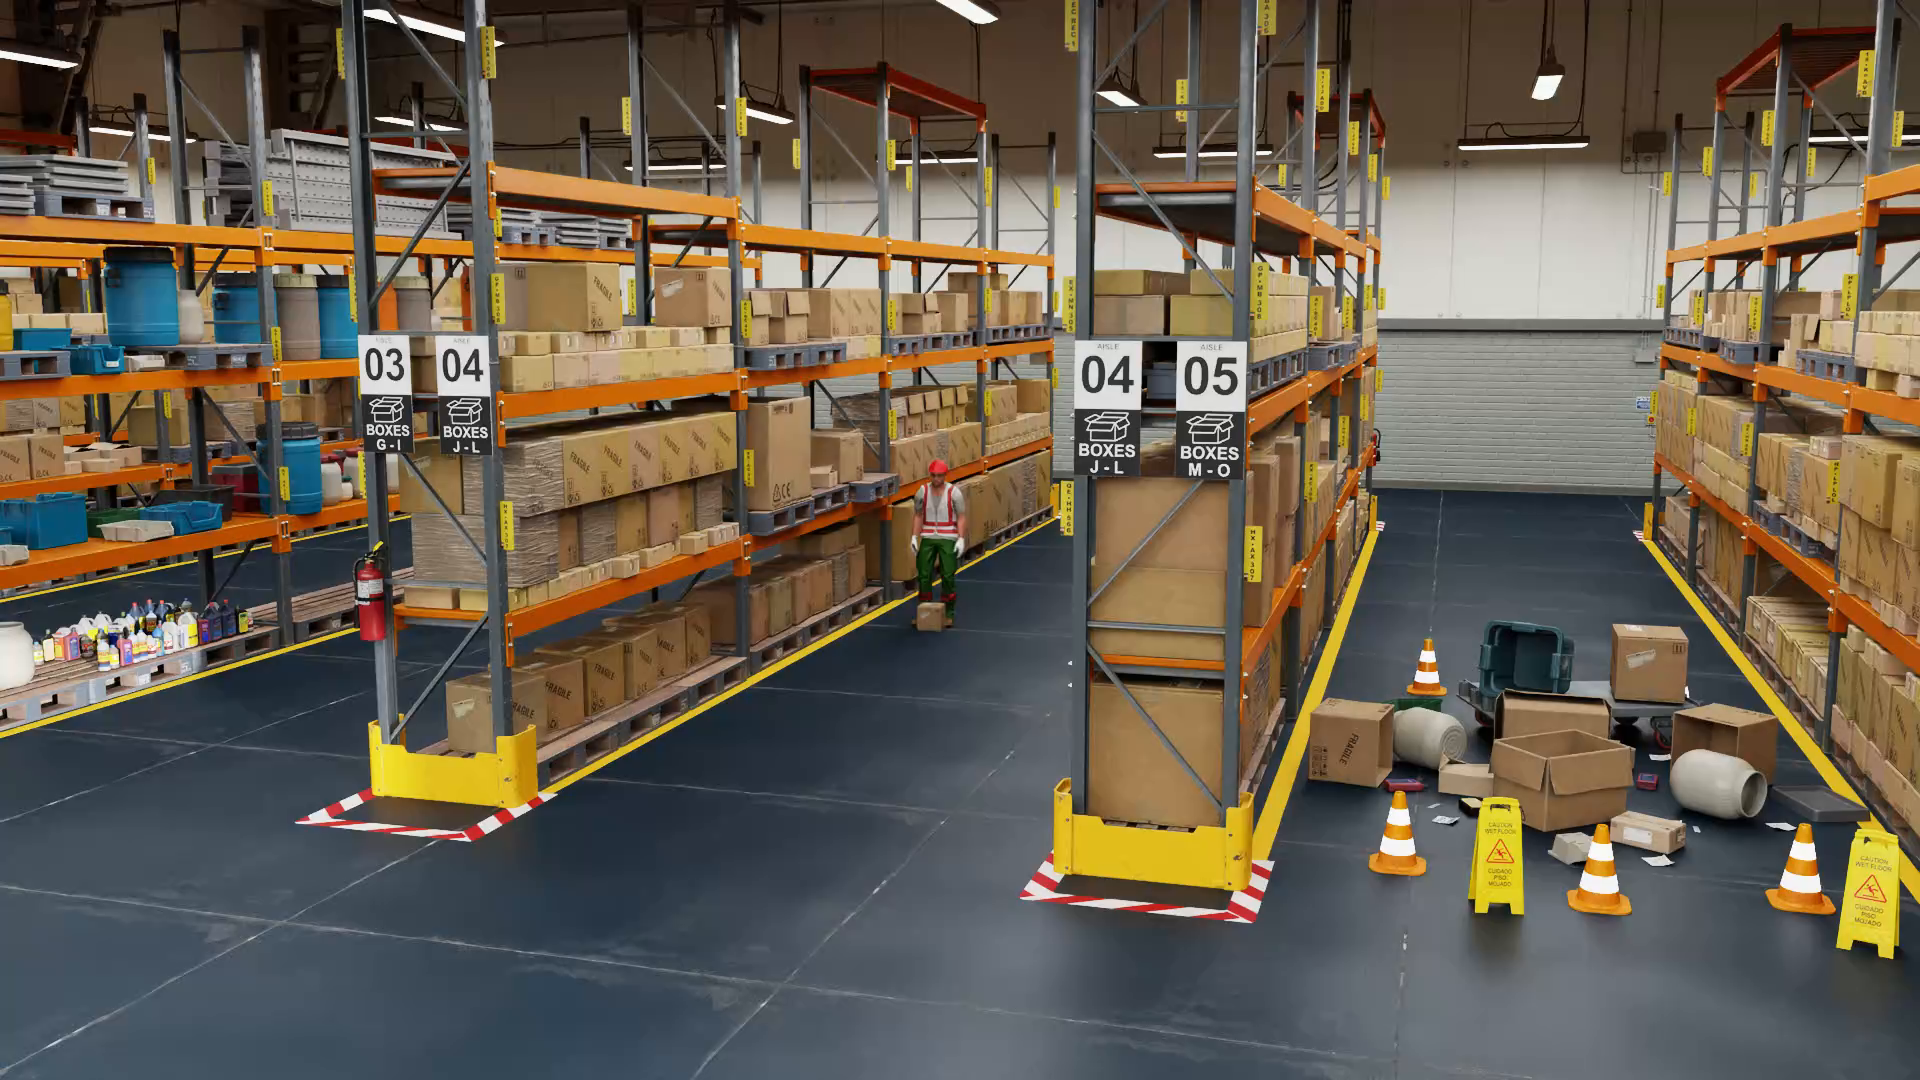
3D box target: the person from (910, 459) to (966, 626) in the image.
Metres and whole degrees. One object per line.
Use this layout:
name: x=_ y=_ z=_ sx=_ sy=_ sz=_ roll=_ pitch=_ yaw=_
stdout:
person: x=-0.237 y=0.024 z=17.614 sx=0.597 sy=1.778 sz=0.450 roll=2 pitch=8 yaw=14
